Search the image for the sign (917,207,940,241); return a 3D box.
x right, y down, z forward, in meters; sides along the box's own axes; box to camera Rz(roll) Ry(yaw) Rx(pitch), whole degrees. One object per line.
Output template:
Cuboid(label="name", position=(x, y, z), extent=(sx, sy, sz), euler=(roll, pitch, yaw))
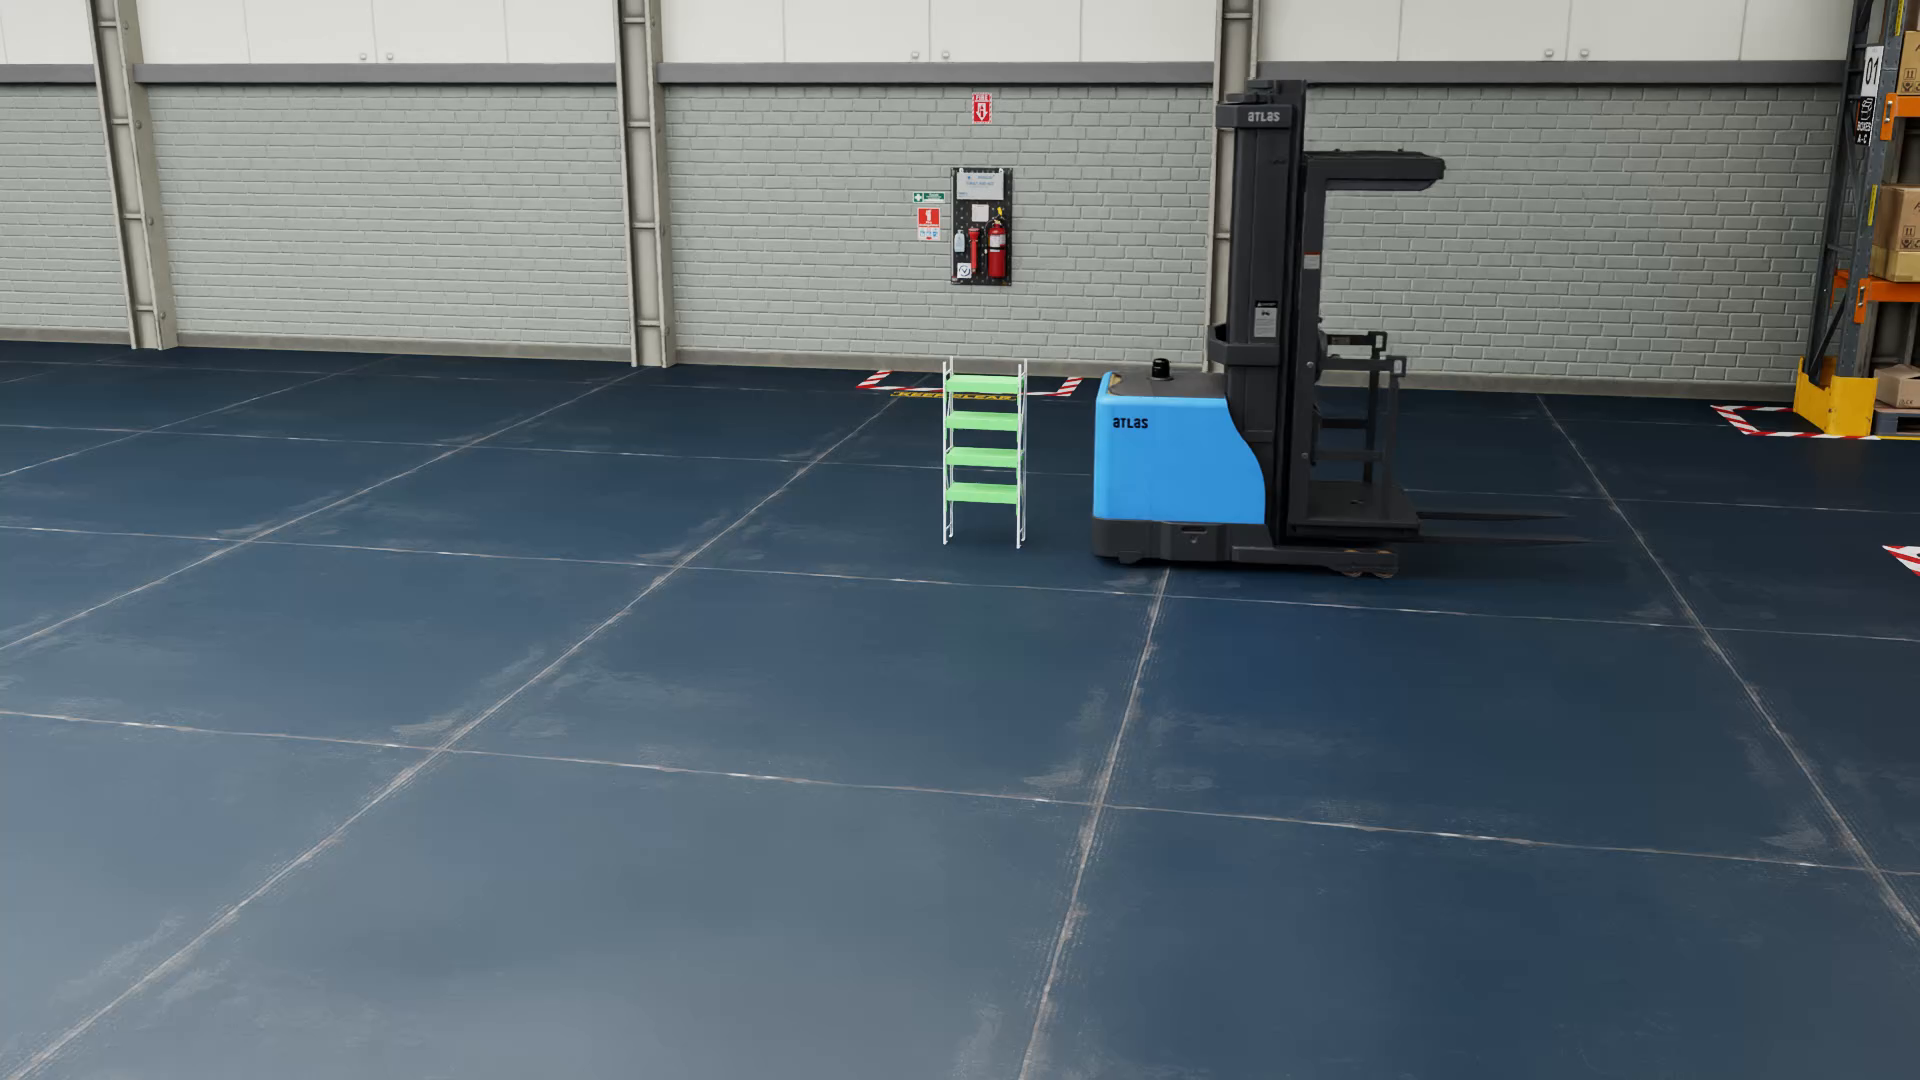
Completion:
Cuboid(label="sign", position=(-0.317, -3.213, 16.904), extent=(0.234, 0.329, 0.001), euler=(3, 16, 11))

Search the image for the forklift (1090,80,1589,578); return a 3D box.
Cuboid(label="forklift", position=(2.377, -1.330, 10.304), extent=(3.031, 2.935, 1.130), euler=(2, 16, 7))

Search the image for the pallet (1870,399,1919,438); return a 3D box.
Cuboid(label="pallet", position=(8.503, -1.089, 14.528), extent=(1.213, 0.211, 1.003), euler=(3, 16, 11))

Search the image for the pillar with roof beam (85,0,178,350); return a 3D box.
Cuboid(label="pillar with roof beam", position=(-9.999, -5.401, 13.633), extent=(0.400, 9.000, 9.100), euler=(3, 16, 11))

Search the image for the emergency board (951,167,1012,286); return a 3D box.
Cuboid(label="emergency board", position=(0.204, -3.139, 16.705), extent=(0.643, 1.169, 0.194), euler=(3, 16, 11))

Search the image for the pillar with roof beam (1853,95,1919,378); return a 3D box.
Cuboid(label="pillar with roof beam", position=(7.640, -4.443, 10.176), extent=(0.400, 9.000, 9.100), euler=(3, 16, 11))

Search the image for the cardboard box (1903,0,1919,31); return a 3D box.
Cuboid(label="cardboard box", position=(7.969, -4.391, 13.507), extent=(0.500, 0.500, 0.500), euler=(2, 16, 7))

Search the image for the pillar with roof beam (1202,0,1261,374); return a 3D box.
Cuboid(label="pillar with roof beam", position=(1.760, -4.763, 11.328), extent=(0.400, 9.000, 9.100), euler=(3, 16, 11))

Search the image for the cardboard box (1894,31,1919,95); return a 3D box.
Cuboid(label="cardboard box", position=(7.918, -3.910, 13.643), extent=(0.500, 0.500, 0.500), euler=(4, 16, 13))

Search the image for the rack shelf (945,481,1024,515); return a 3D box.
Cuboid(label="rack shelf", position=(0.162, -0.277, 10.881), extent=(0.480, 0.148, 0.258), euler=(3, 16, 11))

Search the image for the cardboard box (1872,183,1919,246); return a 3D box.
Cuboid(label="cardboard box", position=(8.144, -2.819, 14.387), extent=(0.500, 0.500, 0.500), euler=(3, 16, 10))

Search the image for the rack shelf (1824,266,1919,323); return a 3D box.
Cuboid(label="rack shelf", position=(9.600, -2.036, 14.072), extent=(4.000, 0.370, 1.077), euler=(3, 16, 11))

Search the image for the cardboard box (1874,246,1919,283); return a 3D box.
Cuboid(label="cardboard box", position=(8.055, -2.318, 13.984), extent=(0.500, 0.250, 0.500), euler=(3, 16, 9))

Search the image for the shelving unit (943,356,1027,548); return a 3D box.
Cuboid(label="shelving unit", position=(0.162, -0.569, 10.800), extent=(0.503, 1.200, 0.258), euler=(3, 16, 11))

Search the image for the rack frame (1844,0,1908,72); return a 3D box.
Cuboid(label="rack frame", position=(7.640, -5.381, 13.559), extent=(0.127, 3.000, 1.000), euler=(3, 16, 11))

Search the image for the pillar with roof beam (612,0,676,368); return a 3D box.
Cuboid(label="pillar with roof beam", position=(-4.119, -5.082, 12.481), extent=(0.400, 9.000, 9.100), euler=(3, 16, 11))

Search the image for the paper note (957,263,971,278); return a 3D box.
Cuboid(label="paper note", position=(0.045, -2.742, 16.922), extent=(0.142, 0.148, 0.016), euler=(3, 16, 11))

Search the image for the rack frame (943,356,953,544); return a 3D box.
Cuboid(label="rack frame", position=(-0.077, -0.582, 10.847), extent=(0.015, 1.200, 0.240), euler=(3, 16, 11))

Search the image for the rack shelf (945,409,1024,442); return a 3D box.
Cuboid(label="rack shelf", position=(0.162, -0.739, 10.753), extent=(0.480, 0.148, 0.258), euler=(3, 16, 11))

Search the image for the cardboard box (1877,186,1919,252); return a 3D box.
Cuboid(label="cardboard box", position=(8.048, -2.684, 13.902), extent=(0.500, 0.500, 0.500), euler=(3, 16, 11))

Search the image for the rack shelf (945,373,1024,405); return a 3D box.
Cuboid(label="rack shelf", position=(0.162, -0.970, 10.689), extent=(0.480, 0.148, 0.258), euler=(3, 16, 11))

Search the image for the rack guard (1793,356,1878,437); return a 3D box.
Cuboid(label="rack guard", position=(7.714, -1.281, 14.679), extent=(0.348, 0.500, 1.175), euler=(3, 16, 11))

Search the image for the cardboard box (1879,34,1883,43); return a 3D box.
Cuboid(label="cardboard box", position=(8.099, -4.037, 14.103), extent=(0.500, 0.500, 0.500), euler=(4, 16, 15))

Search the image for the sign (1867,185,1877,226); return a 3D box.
Cuboid(label="sign", position=(7.532, -2.765, 13.732), extent=(0.005, 0.325, 0.100), euler=(3, 16, 11))

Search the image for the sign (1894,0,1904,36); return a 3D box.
Cuboid(label="sign", position=(7.532, -4.214, 13.330), extent=(0.005, 0.325, 0.100), euler=(3, 16, 11))

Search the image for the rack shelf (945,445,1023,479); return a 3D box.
Cuboid(label="rack shelf", position=(0.162, -0.508, 10.817), extent=(0.480, 0.148, 0.258), euler=(3, 16, 11))

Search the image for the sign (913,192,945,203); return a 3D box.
Cuboid(label="sign", position=(-0.314, -3.465, 16.824), extent=(0.331, 0.109, 0.001), euler=(3, 16, 11))

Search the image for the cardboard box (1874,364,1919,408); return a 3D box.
Cuboid(label="cardboard box", position=(8.300, -1.345, 14.442), extent=(0.500, 0.311, 0.500), euler=(1, 16, 5))

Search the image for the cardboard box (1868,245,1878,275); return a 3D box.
Cuboid(label="cardboard box", position=(8.136, -2.453, 14.471), extent=(0.500, 0.250, 0.500), euler=(3, 16, 12))

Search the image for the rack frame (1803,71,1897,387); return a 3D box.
Cuboid(label="rack frame", position=(7.640, -2.489, 14.360), extent=(0.127, 3.000, 1.000), euler=(3, 16, 11))

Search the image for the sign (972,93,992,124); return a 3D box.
Cuboid(label="sign", position=(0.216, -4.283, 16.492), extent=(0.199, 0.298, 0.001), euler=(3, 16, 11))

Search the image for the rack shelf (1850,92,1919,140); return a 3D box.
Cuboid(label="rack shelf", position=(9.600, -3.482, 13.672), extent=(4.000, 0.370, 1.077), euler=(3, 16, 11))

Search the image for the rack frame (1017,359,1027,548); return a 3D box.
Cuboid(label="rack frame", position=(0.401, -0.556, 10.753), extent=(0.015, 1.200, 0.240), euler=(3, 16, 11))

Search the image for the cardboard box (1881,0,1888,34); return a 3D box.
Cuboid(label="cardboard box", position=(8.114, -4.520, 13.974), extent=(0.500, 0.500, 0.500), euler=(4, 16, 14))

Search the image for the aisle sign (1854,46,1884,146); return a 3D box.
Cuboid(label="aisle sign", position=(7.509, -3.668, 13.743), extent=(0.004, 0.787, 0.394), euler=(3, 16, 11))
